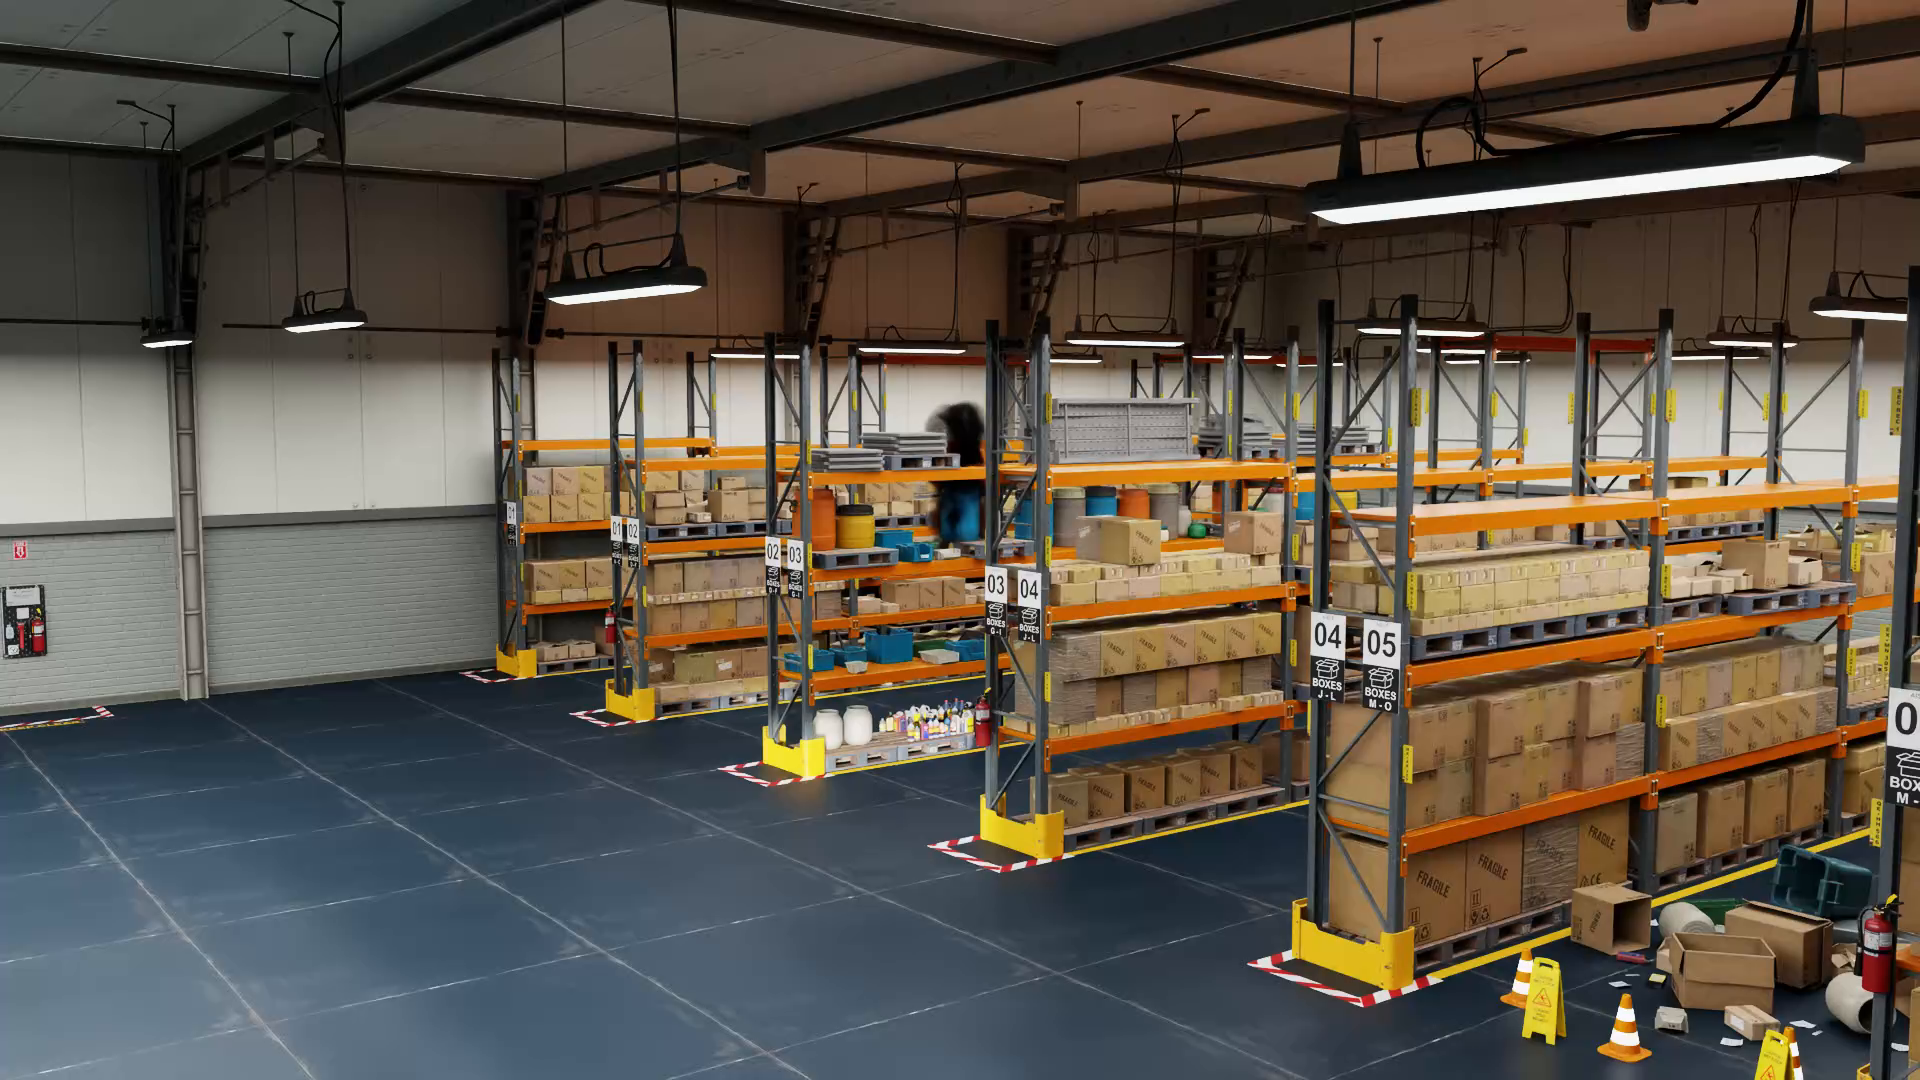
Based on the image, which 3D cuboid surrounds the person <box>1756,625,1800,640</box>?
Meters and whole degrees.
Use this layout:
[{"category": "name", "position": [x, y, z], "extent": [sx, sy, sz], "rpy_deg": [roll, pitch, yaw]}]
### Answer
[{"category": "person", "position": [12.804, 2.013, 26.187], "extent": [0.832, 1.775, 0.628], "rpy_deg": [-3, 6, -31]}]
